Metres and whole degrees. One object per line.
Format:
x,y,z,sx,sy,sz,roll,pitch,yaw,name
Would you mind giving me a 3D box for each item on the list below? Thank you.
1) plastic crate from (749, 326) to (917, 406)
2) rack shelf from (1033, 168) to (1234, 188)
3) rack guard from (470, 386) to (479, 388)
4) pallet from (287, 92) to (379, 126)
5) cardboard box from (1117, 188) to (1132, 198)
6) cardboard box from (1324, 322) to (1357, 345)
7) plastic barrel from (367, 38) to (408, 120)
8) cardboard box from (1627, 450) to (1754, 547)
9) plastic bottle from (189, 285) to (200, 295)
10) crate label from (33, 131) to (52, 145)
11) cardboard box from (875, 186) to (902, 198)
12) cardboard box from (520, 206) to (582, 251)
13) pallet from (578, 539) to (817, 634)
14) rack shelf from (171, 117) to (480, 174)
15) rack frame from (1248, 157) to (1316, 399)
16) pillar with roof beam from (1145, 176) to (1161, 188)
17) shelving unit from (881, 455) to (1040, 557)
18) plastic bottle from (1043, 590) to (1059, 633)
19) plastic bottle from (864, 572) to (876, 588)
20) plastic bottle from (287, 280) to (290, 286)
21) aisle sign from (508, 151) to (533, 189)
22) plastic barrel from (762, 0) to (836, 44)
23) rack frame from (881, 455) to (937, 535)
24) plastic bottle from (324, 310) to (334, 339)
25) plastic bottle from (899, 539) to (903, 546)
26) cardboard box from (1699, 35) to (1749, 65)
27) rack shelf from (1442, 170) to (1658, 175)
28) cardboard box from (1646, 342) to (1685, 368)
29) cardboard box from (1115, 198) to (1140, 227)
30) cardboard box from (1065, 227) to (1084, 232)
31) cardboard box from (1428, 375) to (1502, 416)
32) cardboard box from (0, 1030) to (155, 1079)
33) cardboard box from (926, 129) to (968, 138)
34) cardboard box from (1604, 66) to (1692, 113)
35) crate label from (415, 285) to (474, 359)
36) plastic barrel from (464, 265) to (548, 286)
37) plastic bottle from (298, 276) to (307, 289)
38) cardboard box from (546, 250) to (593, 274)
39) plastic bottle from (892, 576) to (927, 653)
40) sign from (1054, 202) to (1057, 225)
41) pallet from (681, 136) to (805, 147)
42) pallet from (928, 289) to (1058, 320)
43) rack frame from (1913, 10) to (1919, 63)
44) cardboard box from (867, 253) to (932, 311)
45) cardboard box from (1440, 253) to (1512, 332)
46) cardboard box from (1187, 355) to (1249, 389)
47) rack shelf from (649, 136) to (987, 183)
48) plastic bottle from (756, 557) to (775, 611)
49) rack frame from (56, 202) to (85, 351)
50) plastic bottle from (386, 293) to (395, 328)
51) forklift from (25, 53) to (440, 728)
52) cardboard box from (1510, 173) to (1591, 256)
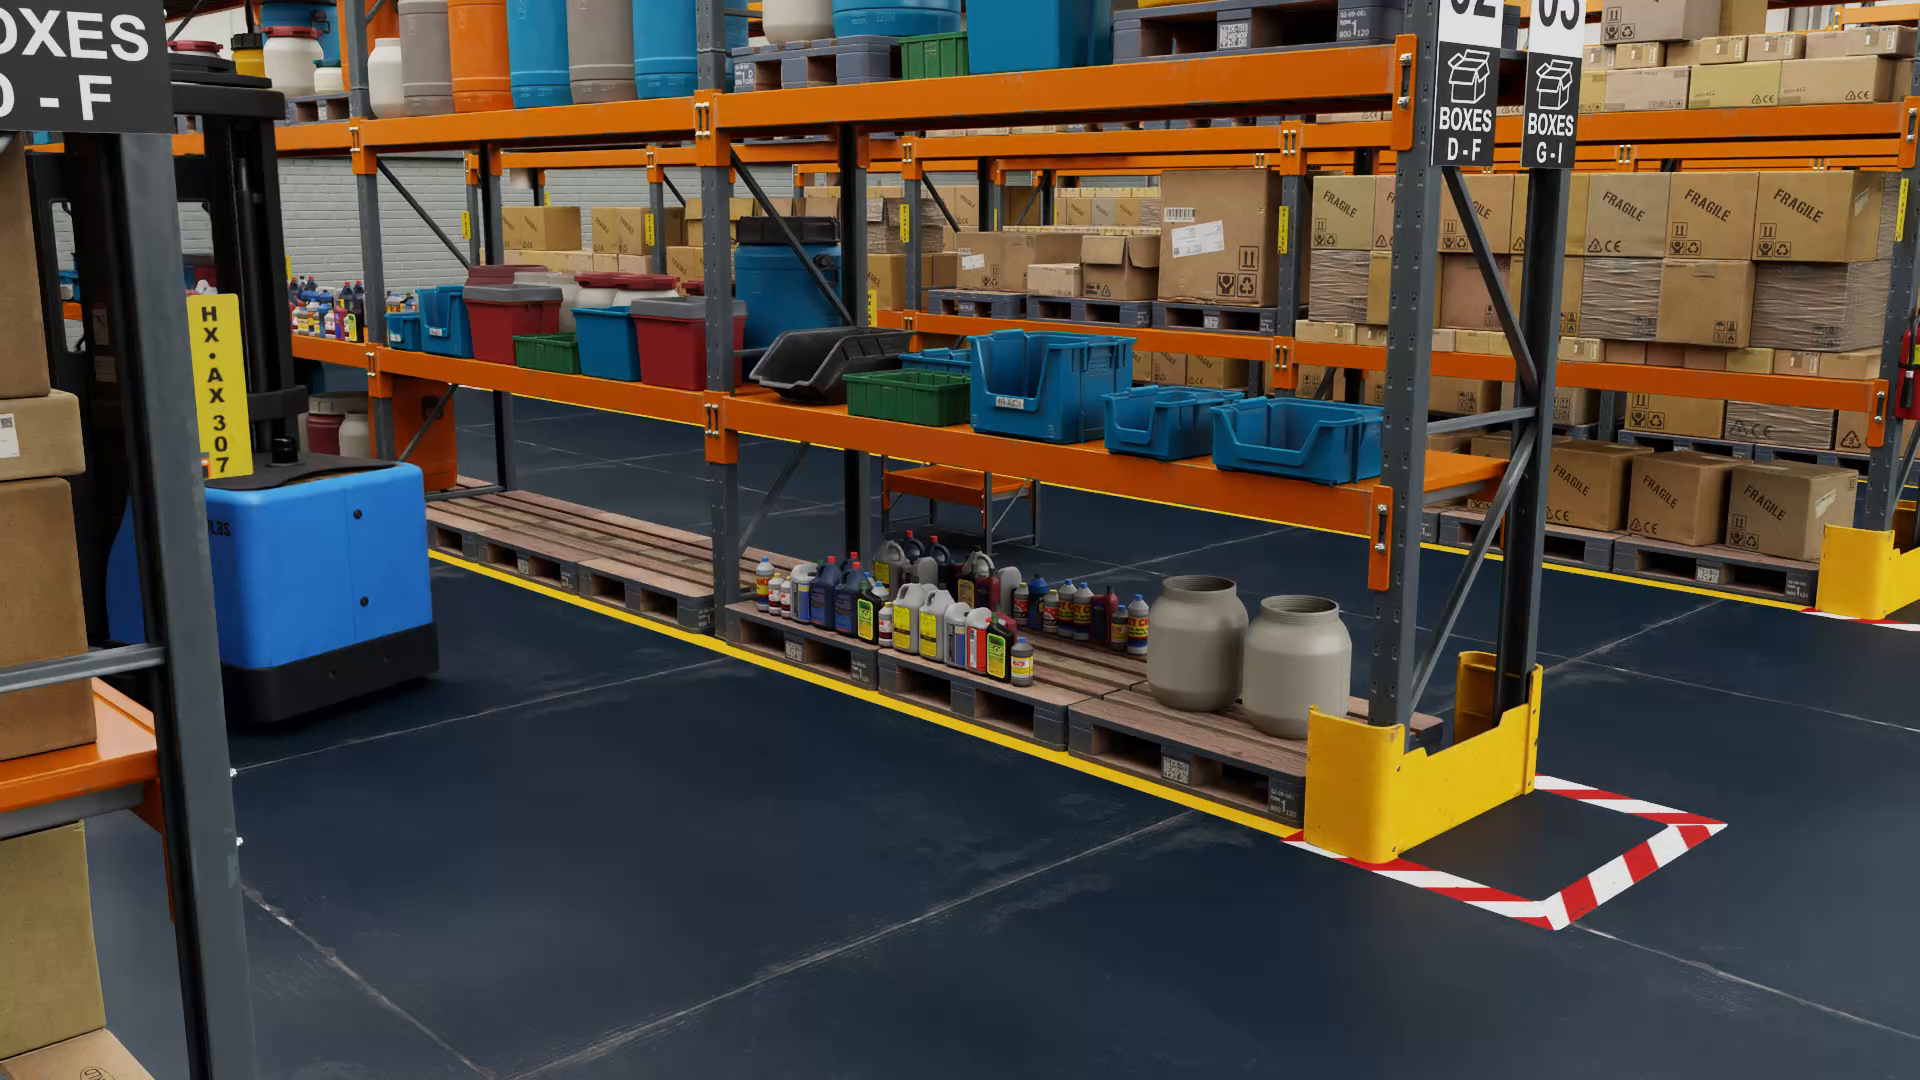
-0.636,-0.882,8.413,0.767,0.338,0.504,-11,16,-43,plastic crate
2.939,-5.654,25.770,1.077,0.370,4.000,-11,16,-43,rack shelf
-5.627,-2.227,20.983,1.175,0.500,0.348,-11,16,-43,rack guard
-4.125,-3.092,12.021,1.003,0.211,1.213,-11,16,-43,pallet
2.643,-5.363,25.675,0.250,0.149,0.380,11,16,44,cardboard box
2.771,-1.462,11.697,0.380,0.149,0.250,-11,16,-43,cardboard box
-3.675,-3.026,10.956,0.421,0.512,0.421,0,12,0,plastic barrel
4.583,-0.270,10.444,0.500,0.500,0.500,-6,13,-28,cardboard box
-6.393,-1.985,13.899,0.061,0.283,0.133,-11,16,-43,plastic bottle
-8.789,-3.975,16.204,0.408,0.251,0.502,-11,16,-43,crate label
-0.784,-4.481,22.263,0.500,0.500,0.500,11,16,43,cardboard box
-4.766,-3.632,19.384,0.500,0.500,0.500,11,16,44,cardboard box
-1.476,0.250,9.675,1.003,0.211,1.213,-11,16,-43,pallet
-5.049,-2.999,12.884,1.077,0.370,4.000,-11,16,-43,rack shelf
3.572,-2.957,18.330,1.000,3.000,0.127,-11,16,-43,rack frame
0.821,-8.379,29.779,9.100,9.000,0.548,-11,16,-43,pillar with roof beam
-0.005,-0.552,11.303,0.538,1.125,1.048,-11,16,-43,shelving unit
0.456,0.345,8.147,0.097,0.201,0.097,0,12,0,plastic bottle
-0.461,0.294,8.221,0.097,0.271,0.097,0,12,0,plastic bottle
-5.663,-2.041,14.008,0.144,0.351,0.185,-11,16,-43,plastic bottle
-5.443,-4.774,20.706,0.394,0.787,0.004,-11,16,-43,aisle sign
-0.750,-2.646,8.069,0.421,0.512,0.421,0,12,0,plastic barrel
-0.356,-0.626,11.663,0.500,1.125,0.032,-11,16,-43,rack frame
-4.549,-1.560,12.042,0.097,0.201,0.097,0,12,0,plastic bottle
-0.334,0.133,8.976,0.061,0.283,0.133,-10,15,-40,plastic bottle
4.468,-2.813,9.583,0.380,0.149,0.250,-11,16,-42,cardboard box
9.288,-5.762,26.297,1.077,0.370,4.000,-11,16,-43,rack shelf
4.407,-1.150,10.180,0.380,0.149,0.250,-11,16,-43,cardboard box
2.751,-5.037,25.700,0.500,0.500,0.500,-11,16,-42,cardboard box
1.469,-3.642,19.760,0.380,0.149,0.250,-11,16,-43,cardboard box
5.177,-1.696,16.746,1.050,0.750,0.750,-11,16,-43,cardboard box
-1.938,1.299,3.448,0.500,0.250,0.500,-11,16,-43,cardboard box
0.055,-3.572,14.254,0.500,0.250,0.500,-11,16,-42,cardboard box
4.228,-2.692,9.983,0.500,0.250,0.500,-10,16,-41,cardboard box
-3.177,-1.425,10.807,0.502,0.435,0.616,-11,16,-43,crate label
-3.128,-1.631,11.560,0.600,0.536,0.708,-11,16,-43,plastic barrel
-5.559,-2.061,14.106,0.144,0.351,0.185,-11,16,-43,plastic bottle
-4.402,-3.188,19.088,0.500,0.250,0.500,-11,16,-44,cardboard box
-0.224,0.341,7.799,0.144,0.351,0.185,-11,16,-43,plastic bottle
1.208,-4.186,21.425,0.100,0.325,0.005,-11,16,-43,sign
-2.179,-4.113,16.981,1.217,0.209,0.805,11,16,43,pallet
0.484,-2.097,14.634,1.213,0.211,1.003,-11,16,-43,pallet
5.439,-4.051,8.775,1.000,3.000,0.127,-11,16,-43,rack frame
-0.605,-2.367,15.219,0.500,0.500,0.500,-10,15,-41,cardboard box
3.681,-1.680,11.149,0.875,0.500,0.500,-11,16,-43,cardboard box
2.928,-1.998,18.830,0.500,0.500,0.500,-11,16,-43,cardboard box
-1.467,-3.689,16.234,1.077,0.370,4.000,-11,16,-43,rack shelf
-1.002,0.222,8.572,0.097,0.271,0.097,0,12,0,plastic bottle
-9.192,-2.758,17.364,1.000,3.000,0.127,-11,16,-43,rack frame
-4.431,-1.791,12.991,0.097,0.271,0.097,0,12,0,plastic bottle
-4.046,-0.809,8.073,3.031,2.935,1.130,7,13,29,forklift
3.848,-2.063,10.527,0.500,0.500,0.500,-11,16,-43,cardboard box
